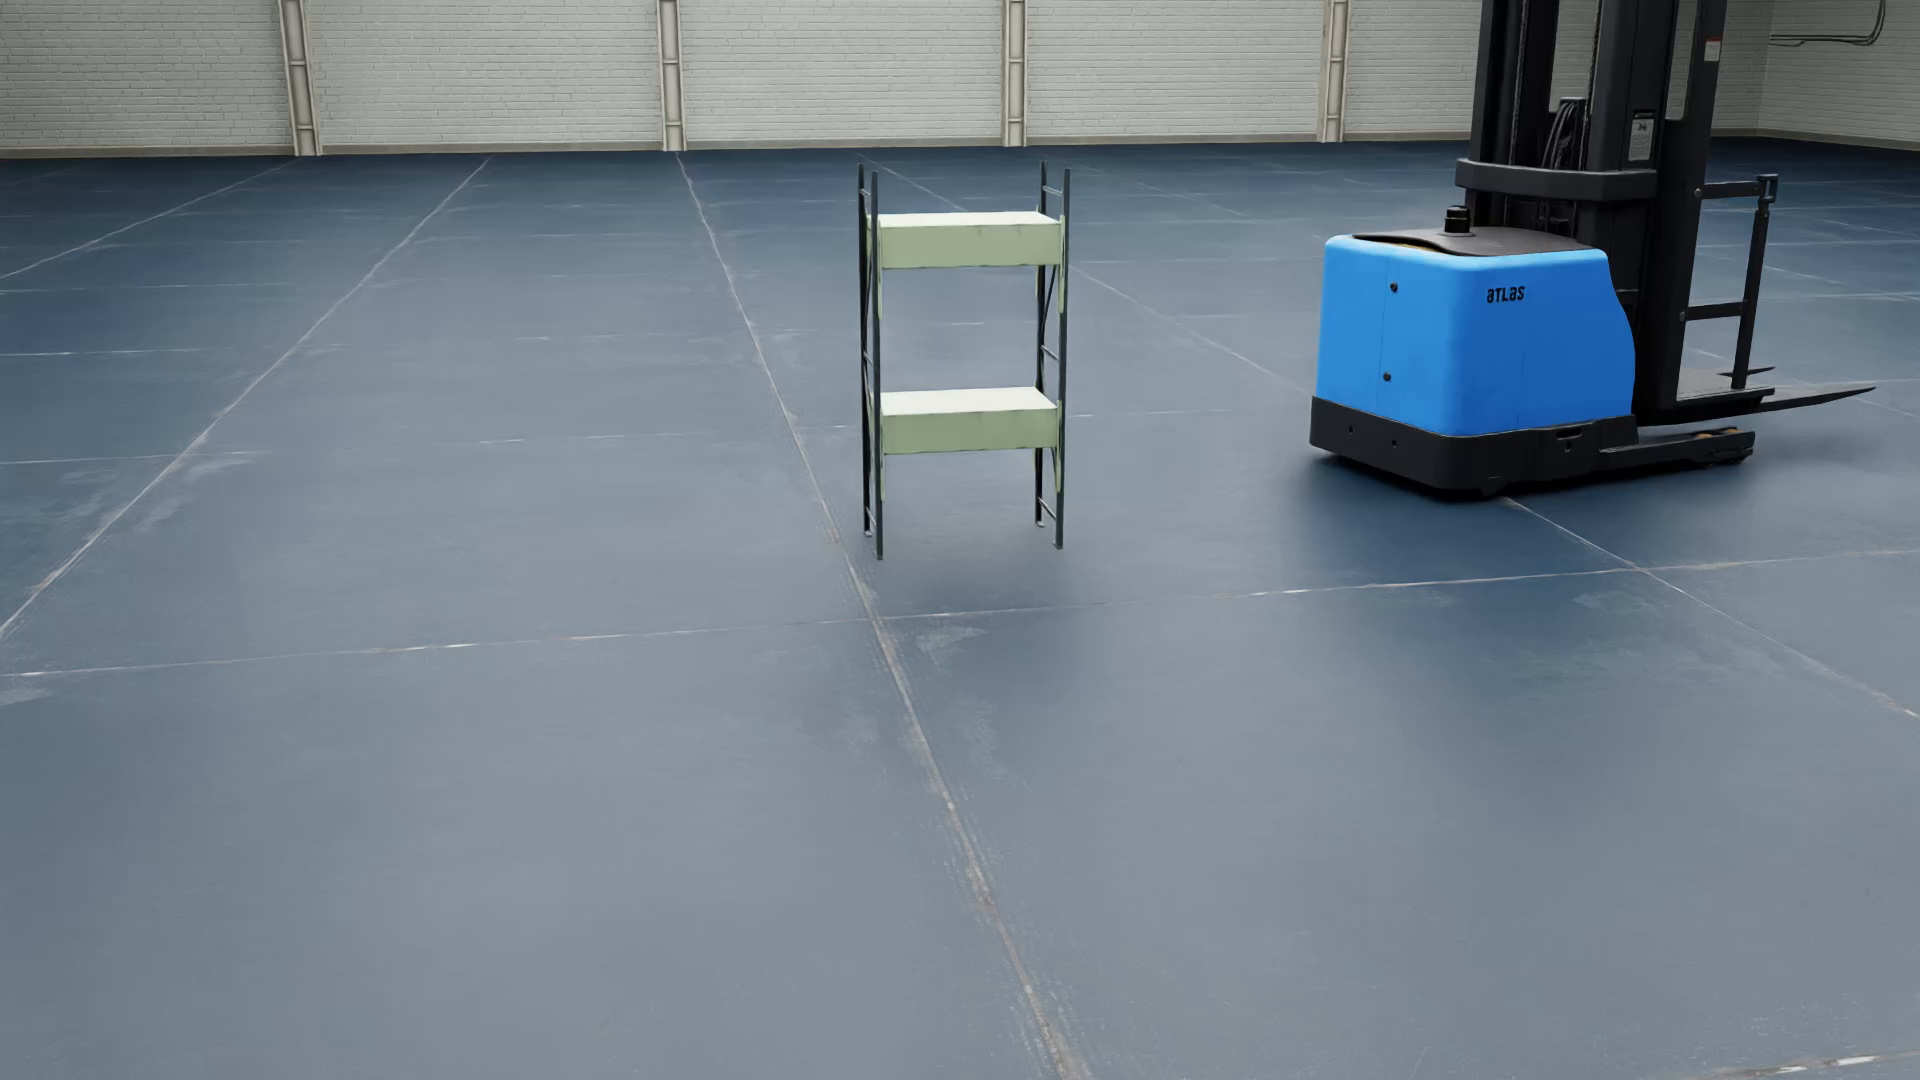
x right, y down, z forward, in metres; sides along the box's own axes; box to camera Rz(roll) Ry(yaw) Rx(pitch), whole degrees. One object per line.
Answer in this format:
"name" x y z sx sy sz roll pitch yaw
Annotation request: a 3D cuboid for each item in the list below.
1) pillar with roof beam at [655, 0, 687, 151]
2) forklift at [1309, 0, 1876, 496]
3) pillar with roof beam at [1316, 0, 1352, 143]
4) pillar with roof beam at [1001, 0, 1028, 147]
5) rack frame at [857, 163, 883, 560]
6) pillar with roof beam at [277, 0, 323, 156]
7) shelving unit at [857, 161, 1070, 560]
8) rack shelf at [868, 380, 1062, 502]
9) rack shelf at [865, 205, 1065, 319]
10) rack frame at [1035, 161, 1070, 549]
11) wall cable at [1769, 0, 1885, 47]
"pillar with roof beam" -4.108 -9.790 23.360 0.400 9.000 9.100 -3 17 -10
"forklift" 3.255 -1.873 7.918 3.031 2.935 1.130 -8 19 -25
"pillar with roof beam" 7.674 -10.458 25.536 0.400 9.000 9.100 -3 17 -10
"pillar with roof beam" 1.783 -10.124 24.448 0.400 9.000 9.100 -3 17 -10
"rack frame" -0.353 -0.697 6.526 0.023 1.500 0.400 -3 17 -10
"pillar with roof beam" -9.999 -9.456 22.272 0.400 9.000 9.100 -3 17 -10
"shelving unit" 0.007 -0.717 6.593 0.755 1.500 0.431 -3 17 -10
"rack shelf" 0.007 -0.406 6.689 0.720 0.370 0.431 -3 17 -10
"rack shelf" 0.007 -1.090 6.478 0.720 0.370 0.431 -3 17 -10
"rack frame" 0.366 -0.738 6.659 0.023 1.500 0.400 -3 17 -10
"wall cable" 15.892 -10.332 30.413 0.112 2.526 3.097 -3 17 -10
